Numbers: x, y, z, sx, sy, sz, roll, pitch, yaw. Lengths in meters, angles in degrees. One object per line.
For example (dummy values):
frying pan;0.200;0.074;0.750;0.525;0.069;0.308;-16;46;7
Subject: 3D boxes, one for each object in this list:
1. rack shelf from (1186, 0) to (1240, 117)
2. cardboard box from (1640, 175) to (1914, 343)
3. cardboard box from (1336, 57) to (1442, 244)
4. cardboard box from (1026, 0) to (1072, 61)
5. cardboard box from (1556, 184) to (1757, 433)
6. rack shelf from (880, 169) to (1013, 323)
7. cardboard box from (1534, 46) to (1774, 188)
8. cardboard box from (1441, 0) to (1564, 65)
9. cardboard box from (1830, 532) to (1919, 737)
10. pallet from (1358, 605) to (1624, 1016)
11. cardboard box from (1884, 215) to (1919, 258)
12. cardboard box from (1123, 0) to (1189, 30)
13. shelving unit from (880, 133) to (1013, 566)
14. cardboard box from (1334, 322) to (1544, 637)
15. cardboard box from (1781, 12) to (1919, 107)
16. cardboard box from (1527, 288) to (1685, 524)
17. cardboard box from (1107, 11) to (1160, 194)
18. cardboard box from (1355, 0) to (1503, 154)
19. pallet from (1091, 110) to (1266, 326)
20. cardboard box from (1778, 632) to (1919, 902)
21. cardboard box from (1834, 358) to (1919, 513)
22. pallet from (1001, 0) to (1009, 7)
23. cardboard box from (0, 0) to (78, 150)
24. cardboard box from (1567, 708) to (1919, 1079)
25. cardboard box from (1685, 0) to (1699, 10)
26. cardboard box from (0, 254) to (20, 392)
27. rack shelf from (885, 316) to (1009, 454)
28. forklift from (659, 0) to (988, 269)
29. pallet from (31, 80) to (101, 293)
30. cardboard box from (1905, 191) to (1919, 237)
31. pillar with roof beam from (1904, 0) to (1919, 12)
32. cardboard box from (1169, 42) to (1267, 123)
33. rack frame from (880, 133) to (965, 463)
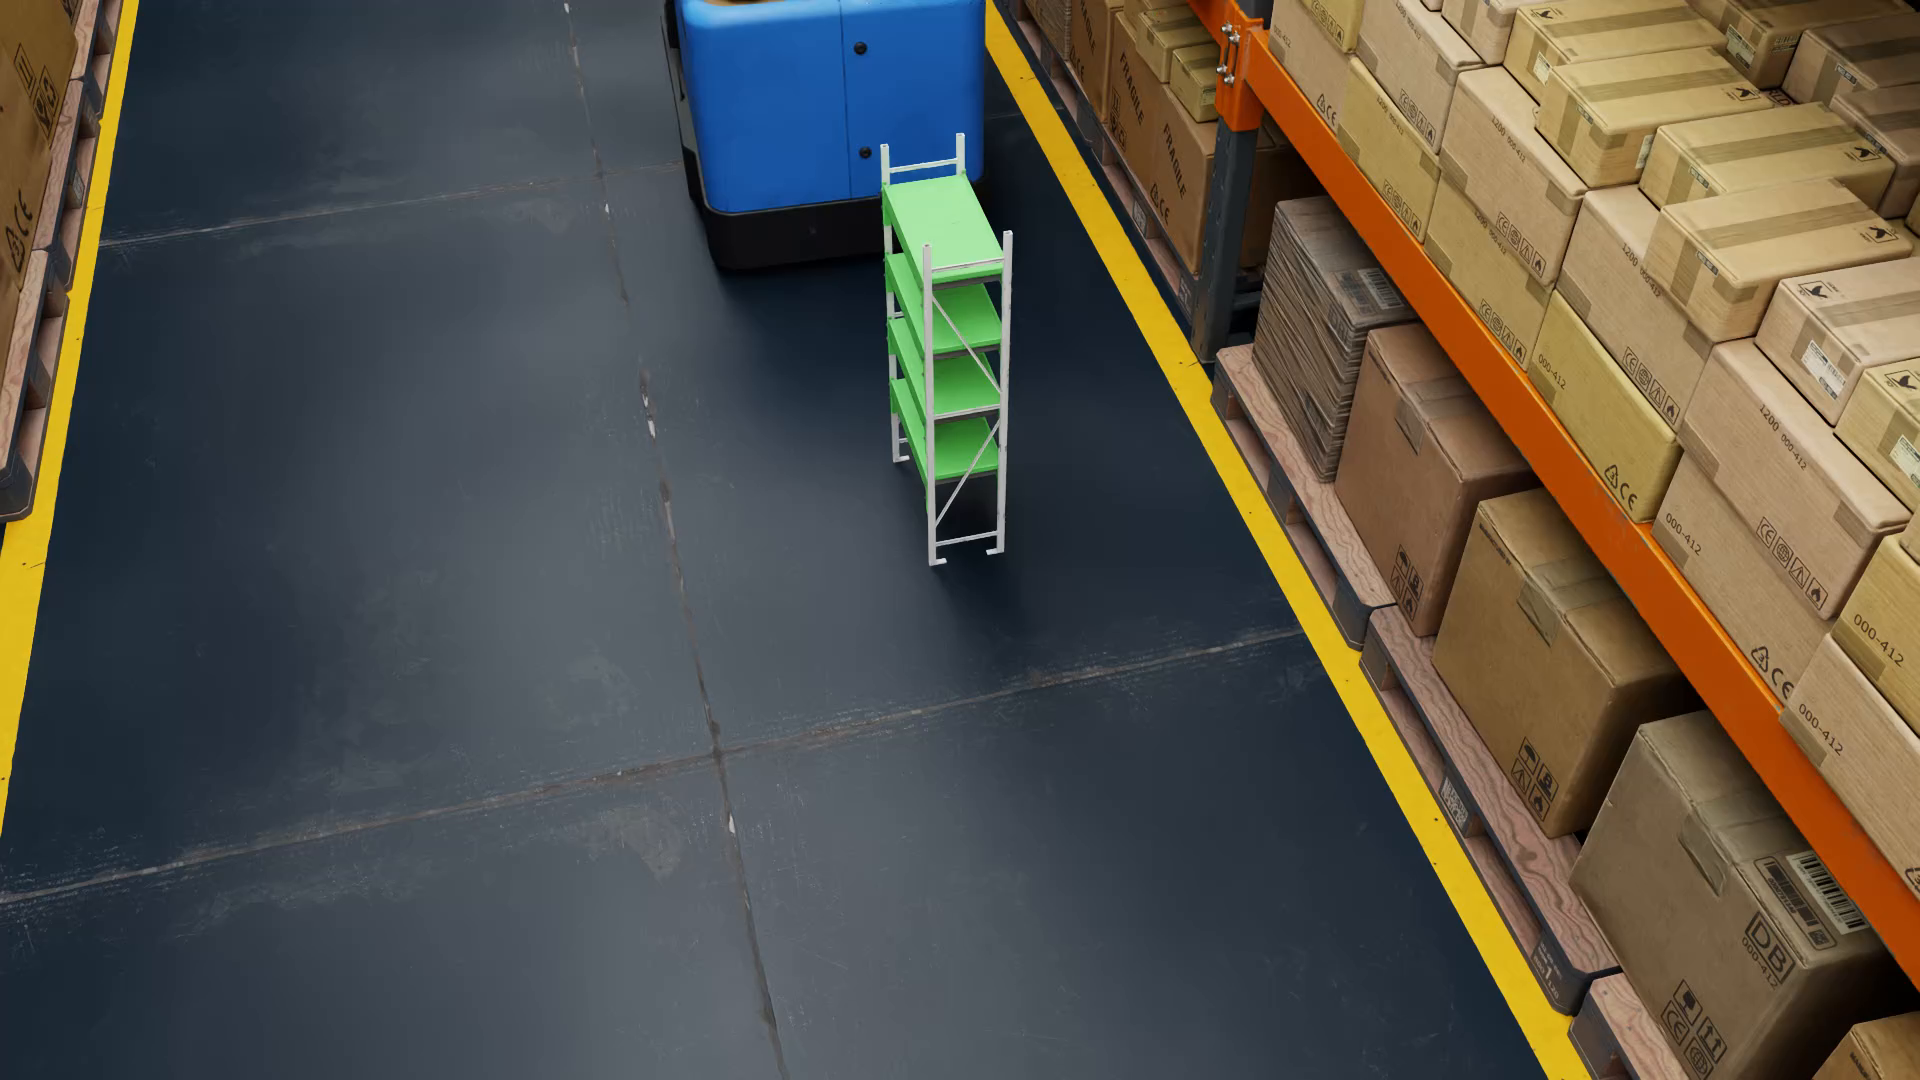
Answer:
rack shelf;0.806;-2.923;6.518;1.077;0.370;4.000;-11;47;-10
cardboard box;1.541;-0.535;3.150;0.380;0.149;0.250;-12;47;-11
cardboard box;1.319;-1.042;4.276;0.500;0.250;0.500;-12;47;-11
cardboard box;0.596;-2.382;6.941;0.500;0.500;0.500;-12;47;-12
cardboard box;1.594;-0.507;3.401;0.500;0.250;0.500;-10;46;-10
rack shelf;-0.042;-0.825;4.636;0.258;0.148;0.480;-11;47;-10
cardboard box;1.455;-0.893;3.501;0.380;0.149;0.250;-10;46;-9
cardboard box;1.354;-1.247;3.848;0.380;0.149;0.250;-10;46;-10
cardboard box;1.830;0.199;2.710;0.500;0.250;0.500;-12;47;-11
pallet;1.799;0.598;4.516;1.003;0.211;1.213;-11;47;-10
cardboard box;2.081;-0.609;3.502;0.500;0.250;0.500;-12;47;-11
cardboard box;0.822;-1.960;6.073;0.380;0.149;0.250;-12;47;-12
shelving unit;-0.042;-0.534;4.933;0.258;1.200;0.503;-11;47;-10
cardboard box;1.639;-0.227;4.741;0.875;0.625;0.625;-9;46;-9
cardboard box;2.045;-1.010;3.615;0.380;0.149;0.250;-11;47;-11
cardboard box;1.589;-0.330;3.578;0.500;0.250;0.500;-9;46;-9
cardboard box;0.884;-1.666;6.239;0.500;0.500;0.500;-11;47;-11
cardboard box;1.322;-1.220;4.100;0.500;0.250;0.500;-9;46;-9
pallet;1.163;-1.340;6.416;1.003;0.211;1.213;-11;47;-10
cardboard box;1.826;0.374;2.888;0.500;0.250;0.500;-11;47;-11
cardboard box;1.742;-0.193;2.815;0.380;0.149;0.250;-12;47;-11
pallet;0.538;-3.025;8.067;1.003;0.211;1.213;-11;47;-10
cardboard box;-4.029;-2.013;6.316;0.875;0.875;0.875;-9;46;-9
cardboard box;2.006;0.756;3.777;0.875;0.625;0.625;-11;47;-11
cardboard box;1.909;-1.362;3.960;0.380;0.149;0.250;-12;47;-11
cardboard box;-3.576;-0.779;5.107;0.875;0.875;0.875;-11;47;-11
rack shelf;-0.042;-0.490;4.979;0.258;0.148;0.480;-11;47;-10
forklift;-0.705;-3.093;6.229;1.130;2.935;3.031;-9;46;-8
pallet;-3.917;-1.307;6.383;1.003;0.211;1.213;-11;47;-10
cardboard box;2.114;-0.637;3.250;0.380;0.149;0.250;-10;46;-10
pillar with roof beam;-1.639;-2.371;1.273;9.100;9.000;0.400;-11;47;-10
cardboard box;0.946;-1.588;5.708;0.380;0.149;0.250;-13;47;-12
rack frame;-0.105;-0.703;5.099;0.240;1.200;0.015;-11;47;-10
